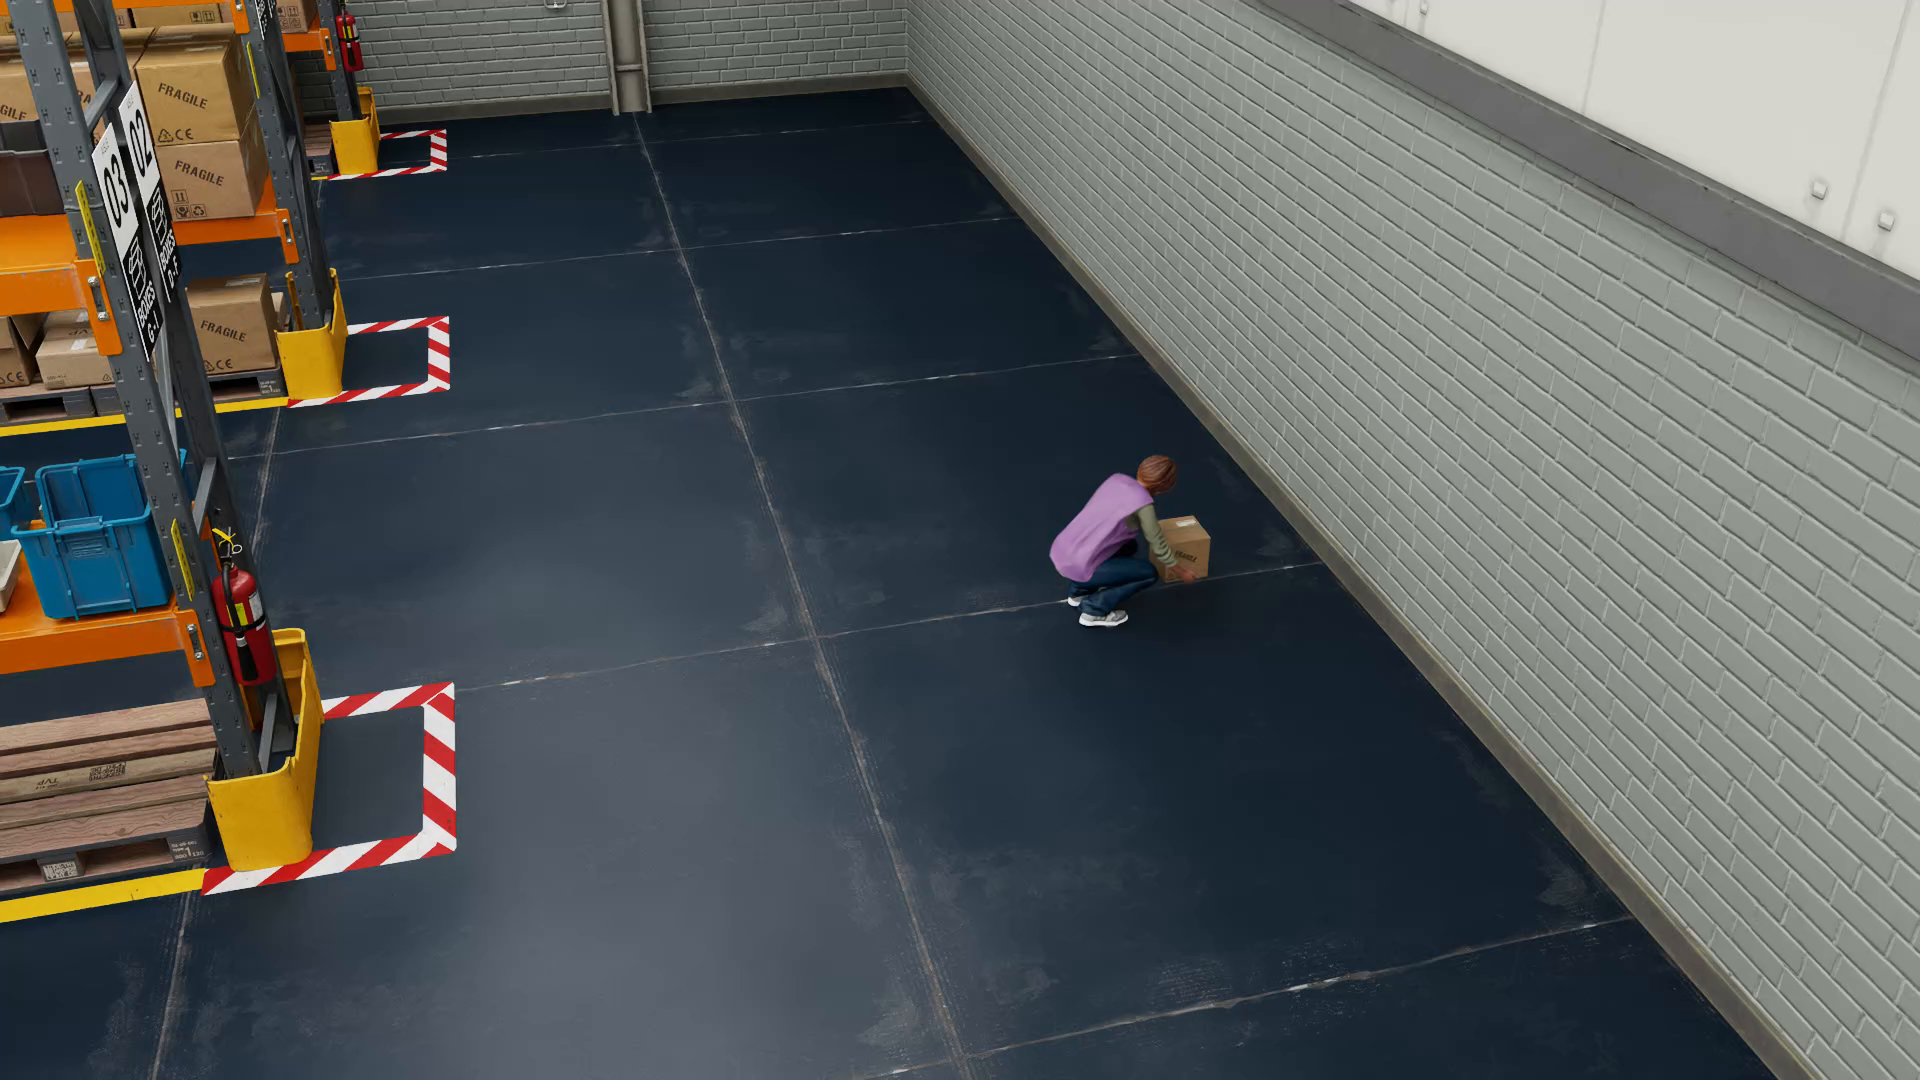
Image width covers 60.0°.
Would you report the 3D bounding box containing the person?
[{"bbox_3d":[0.877,-0.004,8.941,0.804,0.896,0.450,-8,32,-13],"label":"person"}]
